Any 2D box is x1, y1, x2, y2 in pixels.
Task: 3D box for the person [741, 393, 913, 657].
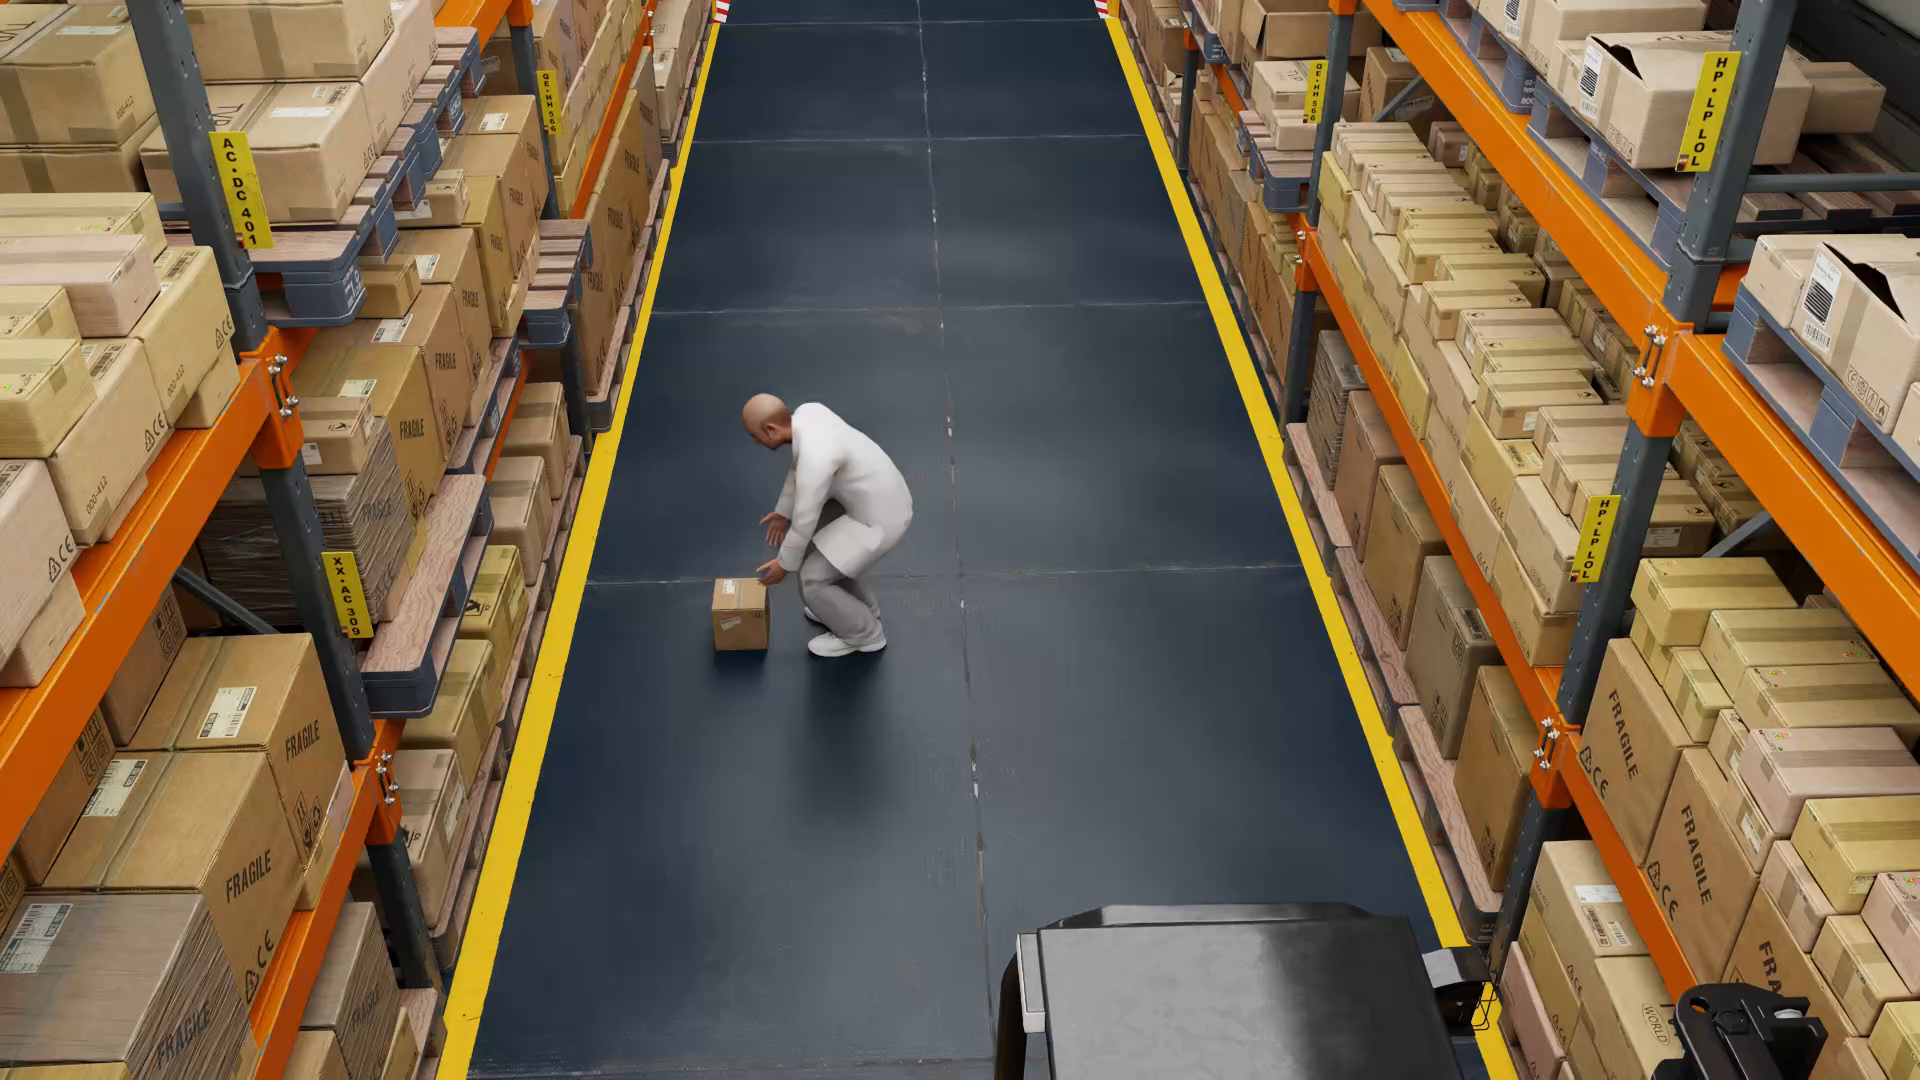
[{"bbox_3d":[-0.591,-0.088,7.704,0.752,1.363,0.631,-1,35,-2],"label":"person"}]
